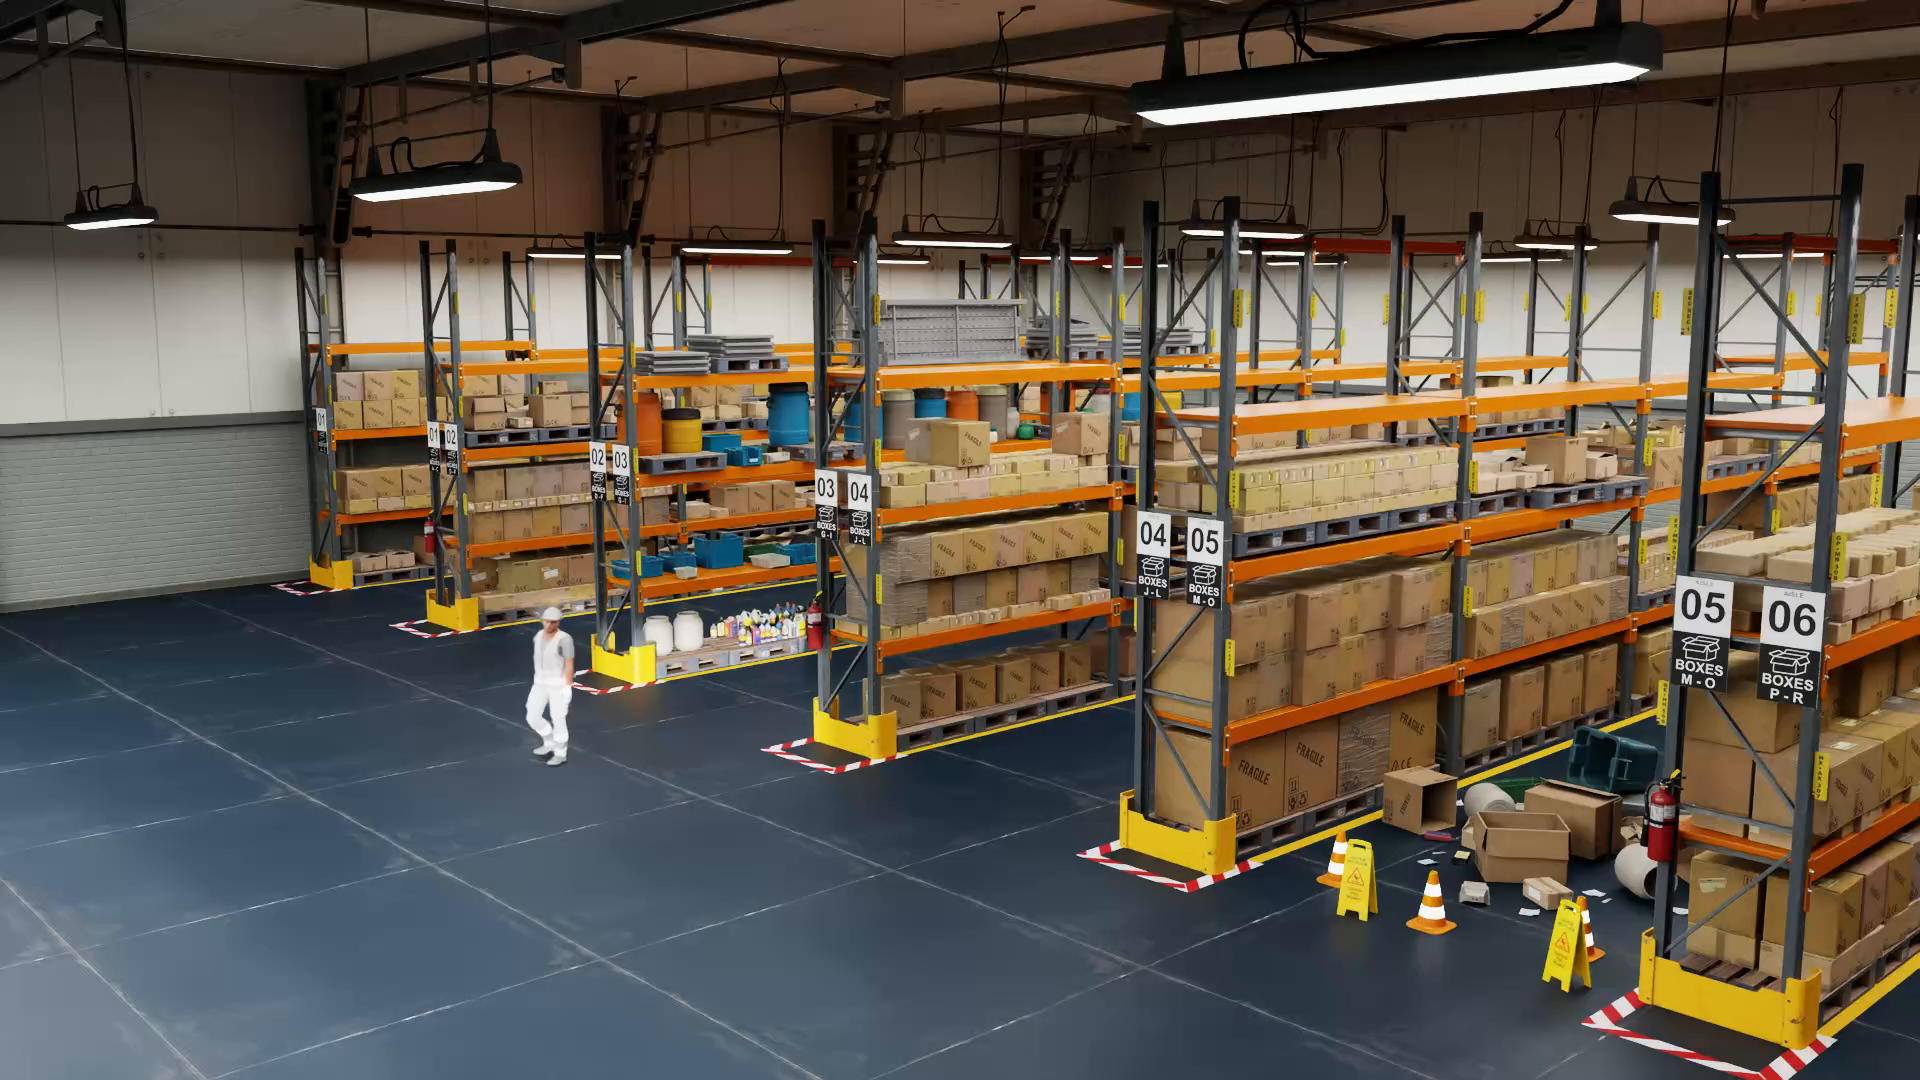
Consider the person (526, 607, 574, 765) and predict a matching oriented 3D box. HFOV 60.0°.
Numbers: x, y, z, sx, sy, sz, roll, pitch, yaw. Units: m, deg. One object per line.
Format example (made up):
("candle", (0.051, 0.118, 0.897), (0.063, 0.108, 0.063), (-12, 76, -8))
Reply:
("person", (-4.495, 1.597, 18.347), (0.610, 1.773, 0.434), (3, 9, 21))
